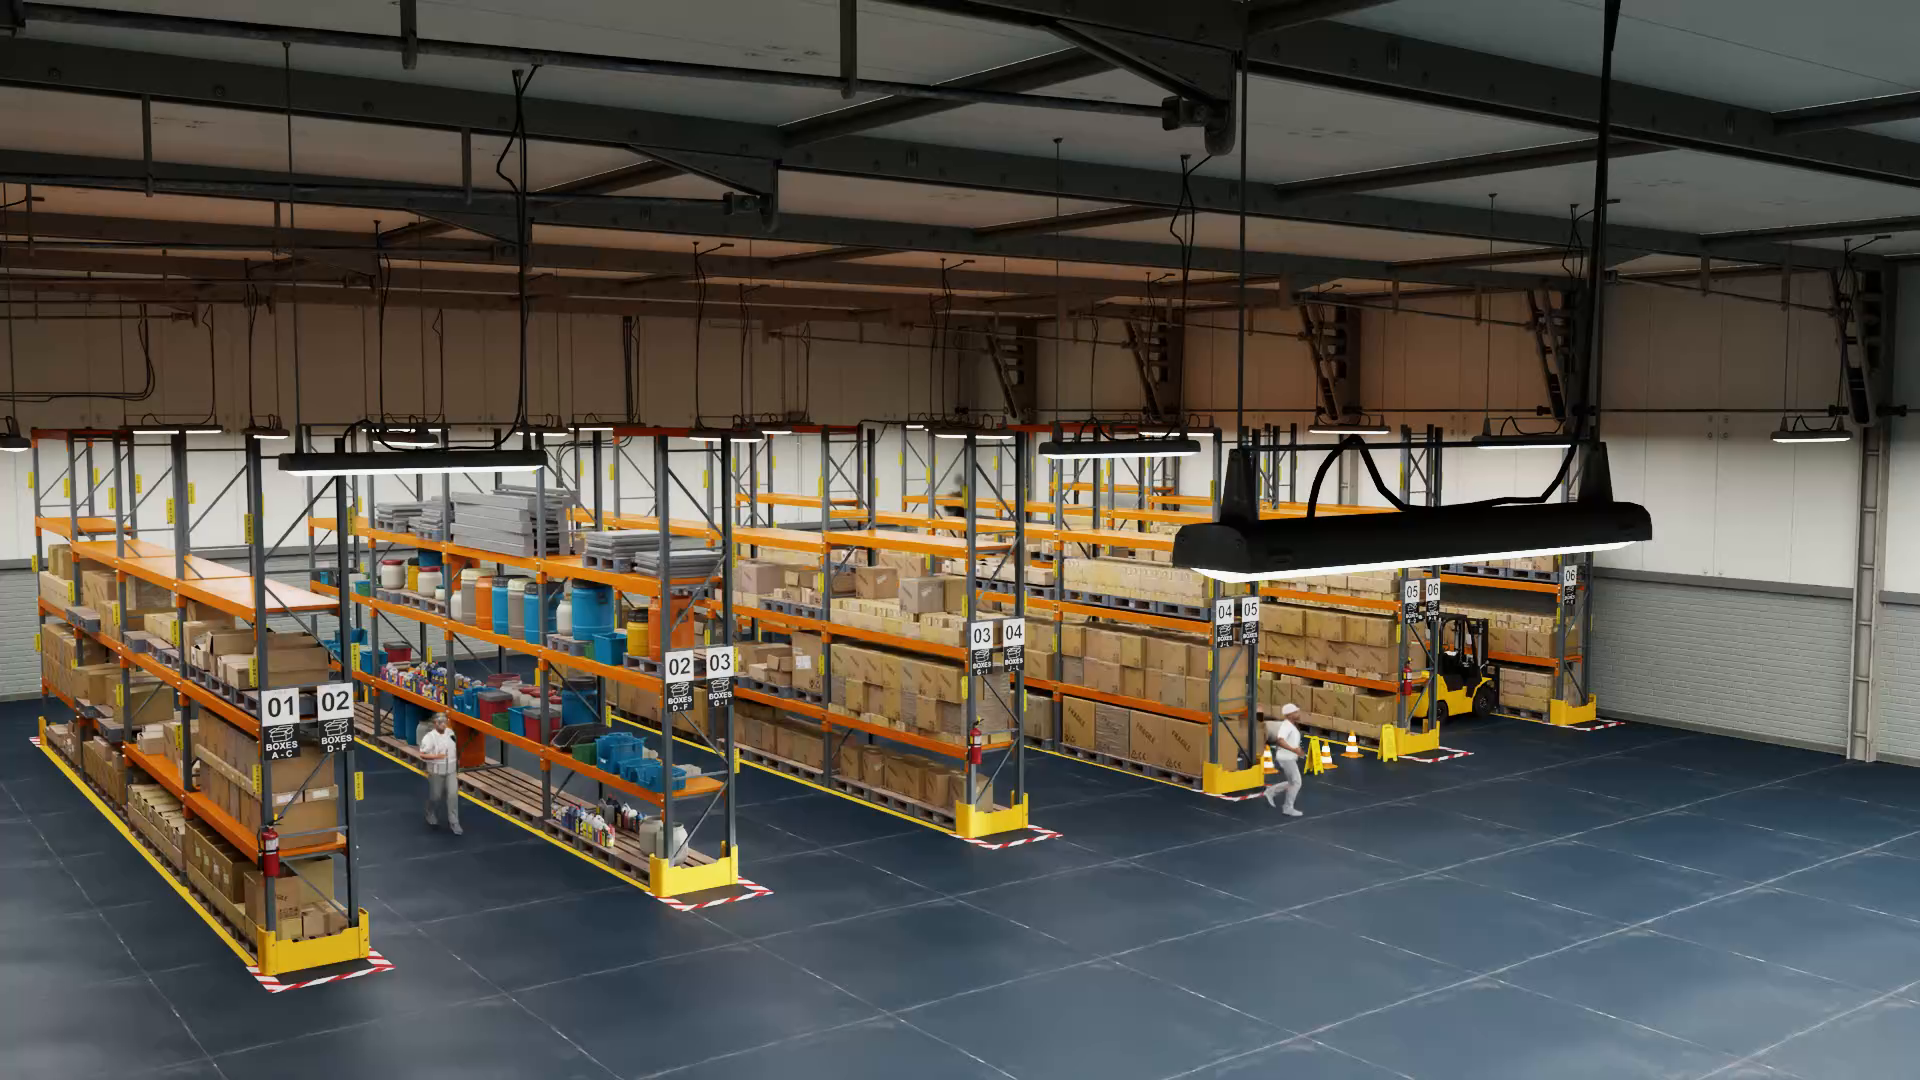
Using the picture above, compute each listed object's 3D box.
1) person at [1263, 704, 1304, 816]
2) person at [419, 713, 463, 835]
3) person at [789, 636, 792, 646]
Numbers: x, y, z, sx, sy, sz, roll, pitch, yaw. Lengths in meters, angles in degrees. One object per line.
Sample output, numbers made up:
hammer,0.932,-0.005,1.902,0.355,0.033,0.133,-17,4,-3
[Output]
person,5.109,3.435,26.166,0.641,1.710,0.738,1,5,18
person,-7.775,3.465,24.939,0.659,1.791,0.967,-4,6,-40
person,-3.519,2.787,34.978,0.731,1.578,0.500,4,6,42
